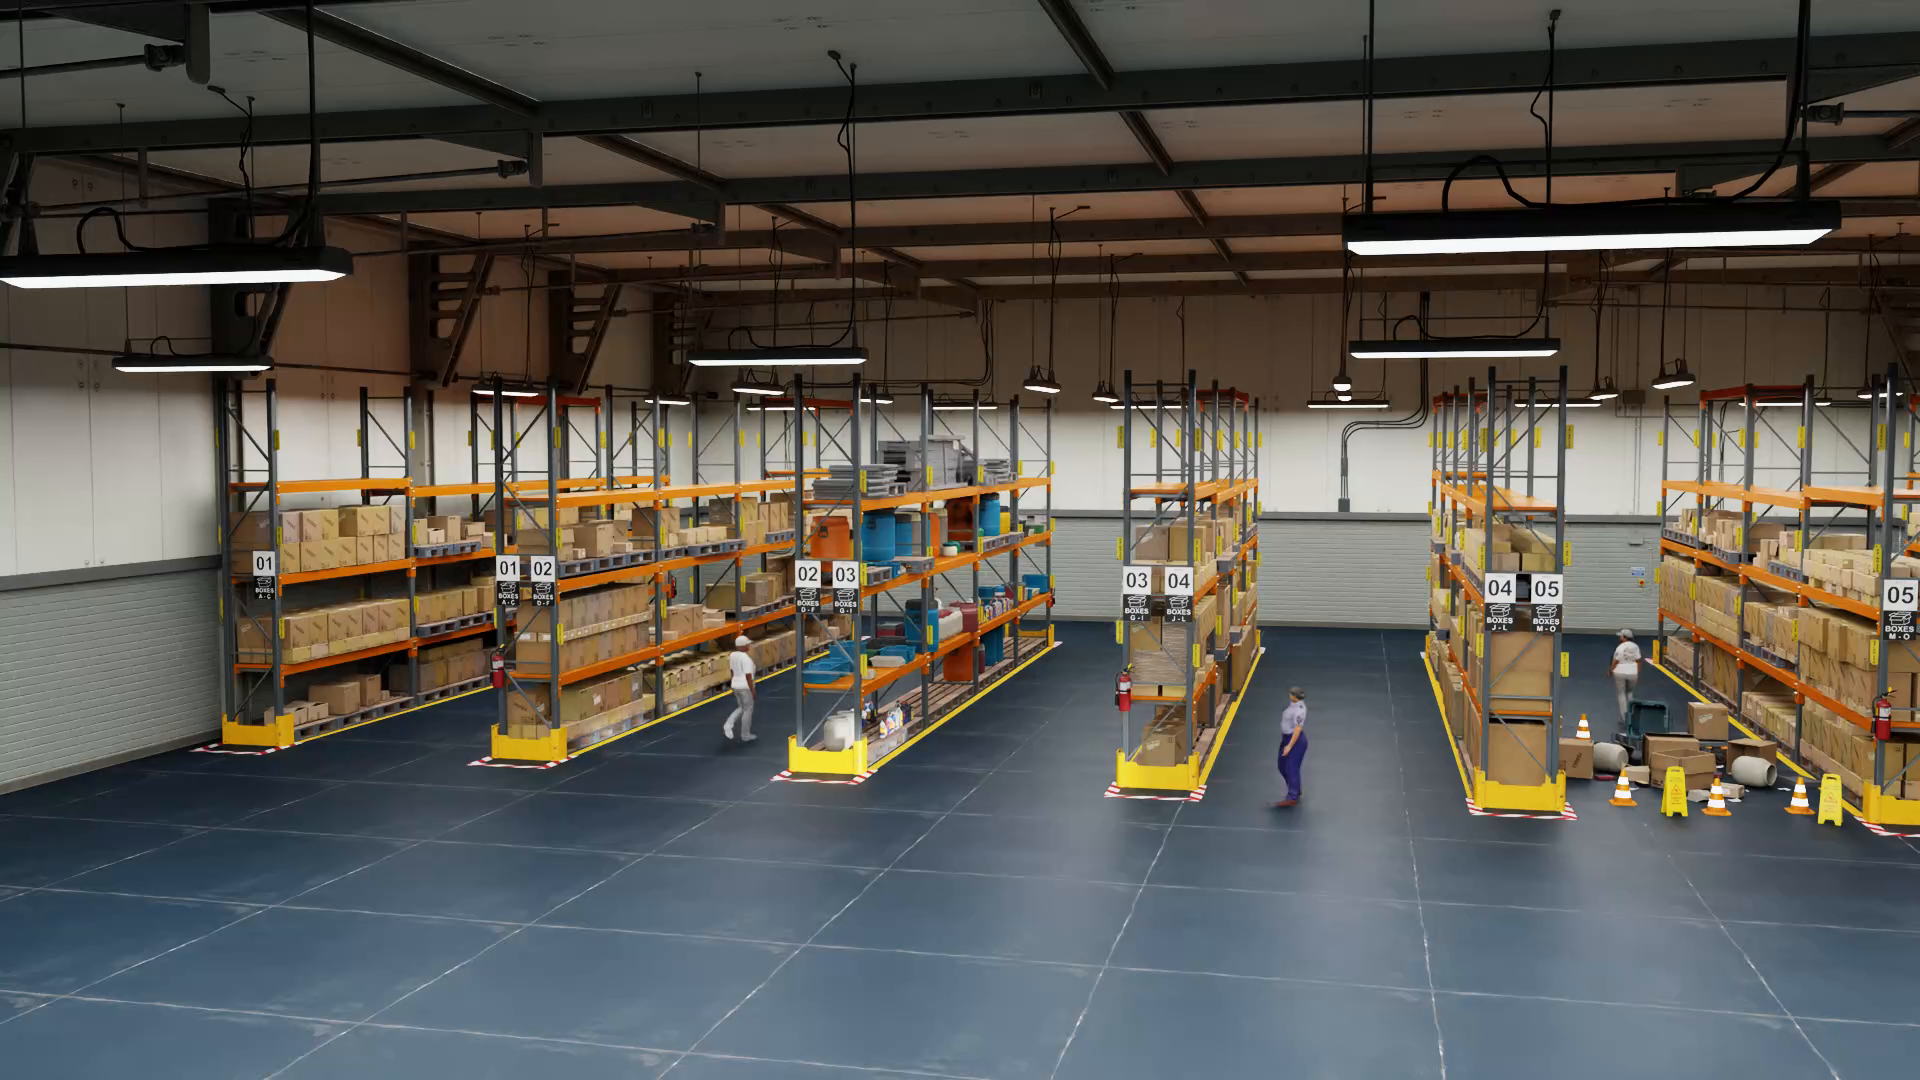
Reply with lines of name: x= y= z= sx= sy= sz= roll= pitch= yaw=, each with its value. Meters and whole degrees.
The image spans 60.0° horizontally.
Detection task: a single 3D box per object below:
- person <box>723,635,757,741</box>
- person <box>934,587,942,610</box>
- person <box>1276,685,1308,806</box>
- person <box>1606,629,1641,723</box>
person: x=-3.629 y=2.457 z=27.557 sx=0.603 sy=1.756 sz=0.581 roll=-3 pitch=5 yaw=-44
person: x=-0.671 y=1.906 z=38.140 sx=0.583 sy=1.700 sz=0.908 roll=1 pitch=4 yaw=14
person: x=4.539 y=2.829 z=22.864 sx=0.455 sy=1.693 sz=0.577 roll=0 pitch=3 yaw=-8
person: x=11.736 y=2.407 z=29.388 sx=0.564 sy=1.681 sz=0.744 roll=0 pitch=3 yaw=6
